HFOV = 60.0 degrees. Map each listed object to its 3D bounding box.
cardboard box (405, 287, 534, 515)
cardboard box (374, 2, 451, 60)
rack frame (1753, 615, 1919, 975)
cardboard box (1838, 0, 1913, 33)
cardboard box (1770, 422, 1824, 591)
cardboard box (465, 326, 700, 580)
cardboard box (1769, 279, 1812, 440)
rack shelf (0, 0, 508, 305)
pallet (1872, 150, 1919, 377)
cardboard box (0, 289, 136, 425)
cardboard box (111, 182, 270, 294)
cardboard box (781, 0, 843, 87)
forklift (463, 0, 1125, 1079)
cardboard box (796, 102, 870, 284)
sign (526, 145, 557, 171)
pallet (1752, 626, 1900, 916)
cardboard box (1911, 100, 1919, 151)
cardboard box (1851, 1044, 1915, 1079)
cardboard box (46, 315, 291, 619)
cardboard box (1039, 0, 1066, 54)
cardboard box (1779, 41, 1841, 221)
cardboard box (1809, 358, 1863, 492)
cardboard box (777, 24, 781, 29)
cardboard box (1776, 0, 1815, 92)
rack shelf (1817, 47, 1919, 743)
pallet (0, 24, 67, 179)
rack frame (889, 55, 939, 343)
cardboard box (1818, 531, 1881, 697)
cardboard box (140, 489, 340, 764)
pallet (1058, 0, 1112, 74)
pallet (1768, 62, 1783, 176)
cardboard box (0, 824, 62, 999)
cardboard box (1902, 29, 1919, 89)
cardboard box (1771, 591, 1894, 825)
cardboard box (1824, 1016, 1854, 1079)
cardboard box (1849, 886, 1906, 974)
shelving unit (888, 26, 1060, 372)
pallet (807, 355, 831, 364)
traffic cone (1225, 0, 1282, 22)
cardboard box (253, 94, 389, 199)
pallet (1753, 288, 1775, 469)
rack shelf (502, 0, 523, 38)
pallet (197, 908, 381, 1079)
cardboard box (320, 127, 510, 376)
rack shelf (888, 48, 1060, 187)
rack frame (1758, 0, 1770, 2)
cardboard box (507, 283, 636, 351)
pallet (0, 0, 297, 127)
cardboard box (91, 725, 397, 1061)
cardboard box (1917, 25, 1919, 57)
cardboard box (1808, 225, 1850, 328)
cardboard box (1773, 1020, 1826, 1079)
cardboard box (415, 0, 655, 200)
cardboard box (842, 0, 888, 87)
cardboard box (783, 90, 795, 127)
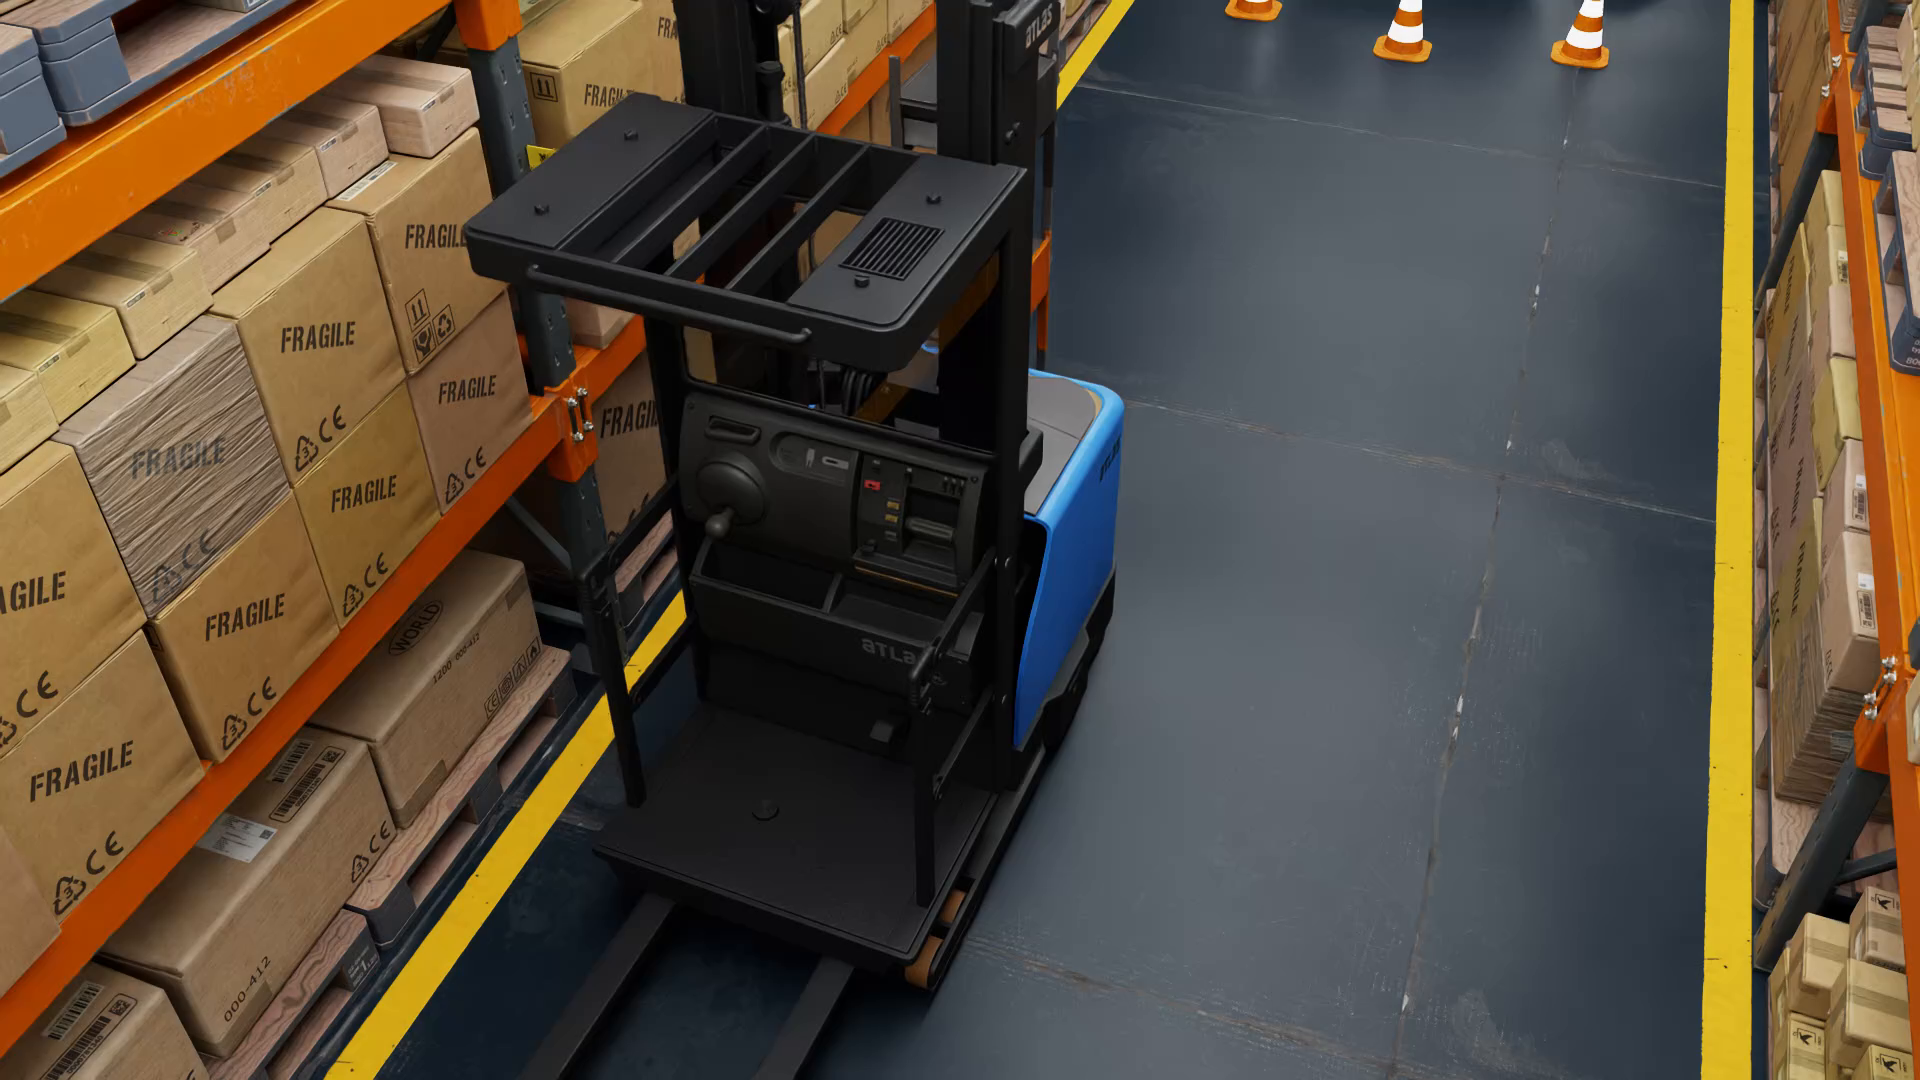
[{"bbox_3d":[-1.643,-0.464,4.906,0.500,0.500,0.500,14,42,15],"label":"cardboard box"},{"bbox_3d":[-1.808,-1.513,5.364,0.500,0.500,0.500,15,43,16],"label":"cardboard box"},{"bbox_3d":[2.961,0.271,4.121,1.000,3.000,0.127,13,42,15],"label":"rack frame"},{"bbox_3d":[4.231,-2.541,7.340,0.500,0.500,0.500,13,42,15],"label":"cardboard box"},{"bbox_3d":[3.333,-0.070,6.123,0.500,0.500,0.500,12,42,14],"label":"cardboard box"},{"bbox_3d":[-1.588,-0.513,6.354,0.875,0.875,0.875,15,43,16],"label":"cardboard box"},{"bbox_3d":[3.679,-0.695,6.856,0.500,0.500,0.500,14,42,16],"label":"cardboard box"},{"bbox_3d":[-2.409,-0.414,3.167,1.077,0.370,4.000,13,42,15],"label":"rack shelf"},{"bbox_3d":[3.691,-0.879,5.617,1.003,0.211,1.213,13,42,15],"label":"pallet"},{"bbox_3d":[-2.028,-0.407,3.569,0.380,0.149,0.250,12,42,14],"label":"cardboard box"},{"bbox_3d":[-1.887,-0.728,3.945,0.380,0.149,0.250,13,42,15],"label":"cardboard box"},{"bbox_3d":[-0.789,-2.040,6.560,0.500,0.250,0.500,12,42,14],"label":"cardboard box"},{"bbox_3d":[-0.456,-0.053,4.553,1.130,2.935,3.031,15,43,17],"label":"forklift"},{"bbox_3d":[-0.980,-1.611,7.641,0.875,0.875,0.875,14,42,16],"label":"cardboard box"},{"bbox_3d":[-1.203,-1.003,4.887,0.100,0.325,0.005,13,42,15],"label":"sign"},{"bbox_3d":[3.226,0.857,5.583,1.003,0.211,1.213,13,42,15],"label":"pallet"},{"bbox_3d":[3.712,-1.512,6.081,0.380,0.149,0.250,15,43,17],"label":"cardboard box"},{"bbox_3d":[2.459,1.454,4.150,0.380,0.149,0.250,13,42,14],"label":"cardboard box"},{"bbox_3d":[-1.973,-0.215,3.844,0.500,0.500,0.500,14,42,16],"label":"cardboard box"},{"bbox_3d":[0.090,-3.160,9.844,0.950,0.372,0.625,13,42,14],"label":"cardboard box"},{"bbox_3d":[4.622,-1.824,7.987,1.050,0.750,0.750,13,42,14],"label":"cardboard box"},{"bbox_3d":[3.334,-0.370,5.897,0.500,0.250,0.500,12,42,13],"label":"cardboard box"},{"bbox_3d":[-0.982,-2.011,5.948,0.500,0.500,0.500,12,42,14],"label":"cardboard box"},{"bbox_3d":[5.236,-2.926,9.278,1.050,0.750,0.750,13,42,15],"label":"cardboard box"},{"bbox_3d":[3.645,-0.675,5.785,1.077,0.370,4.000,13,42,15],"label":"rack shelf"},{"bbox_3d":[-2.433,-0.635,2.941,1.003,0.211,1.213,13,42,15],"label":"pallet"},{"bbox_3d":[-0.042,-0.704,5.958,0.400,2.100,0.015,15,43,17],"label":"rack frame"},{"bbox_3d":[2.978,0.266,5.151,0.500,0.250,0.500,12,42,14],"label":"cardboard box"},{"bbox_3d":[-1.972,0.160,4.174,0.500,0.500,0.500,13,42,14],"label":"cardboard box"},{"bbox_3d":[0.330,-3.363,10.529,1.003,0.211,1.213,13,42,15],"label":"pallet"},{"bbox_3d":[5.088,-2.314,9.299,1.003,0.211,1.213,13,42,15],"label":"pallet"},{"bbox_3d":[-2.321,0.786,3.441,0.500,0.500,0.500,13,42,15],"label":"cardboard box"},{"bbox_3d":[3.895,-1.841,6.467,0.380,0.149,0.250,15,43,17],"label":"cardboard box"},{"bbox_3d":[2.978,0.555,5.391,0.500,0.500,0.500,13,42,14],"label":"cardboard box"},{"bbox_3d":[2.535,1.407,4.434,0.380,0.149,0.250,14,42,15],"label":"cardboard box"},{"bbox_3d":[2.649,1.134,4.525,0.380,0.149,0.250,15,43,17],"label":"cardboard box"},{"bbox_3d":[0.052,-0.851,6.129,0.431,2.100,0.503,15,43,17],"label":"shelving unit"},{"bbox_3d":[-1.116,-0.939,7.688,1.003,0.211,1.213,13,42,15],"label":"pallet"},{"bbox_3d":[1.902,-3.613,10.629,0.336,0.463,0.334,13,42,15],"label":"traffic cone"},{"bbox_3d":[-1.723,-1.036,4.306,0.380,0.149,0.250,14,43,16],"label":"cardboard box"},{"bbox_3d":[4.061,-0.632,7.328,1.003,0.211,1.213,13,42,15],"label":"pallet"},{"bbox_3d":[-1.041,-2.853,6.026,1.077,0.370,4.000,13,42,15],"label":"rack shelf"},{"bbox_3d":[-2.474,1.488,4.843,1.003,0.211,1.213,13,42,15],"label":"pallet"},{"bbox_3d":[-1.627,-0.835,4.571,0.500,0.500,0.500,13,42,15],"label":"cardboard box"},{"bbox_3d":[0.052,-1.373,5.684,0.431,0.518,0.480,15,43,17],"label":"rack shelf"},{"bbox_3d":[5.697,-4.608,9.840,1.000,3.000,0.127,13,42,15],"label":"rack frame"},{"bbox_3d":[-1.326,-0.919,5.631,0.500,0.250,0.500,12,42,14],"label":"cardboard box"},{"bbox_3d":[-2.014,-1.377,3.810,1.003,0.211,1.213,13,42,15],"label":"pallet"},{"bbox_3d":[-2.346,0.954,4.971,0.875,0.438,0.875,12,42,14],"label":"cardboard box"},{"bbox_3d":[3.884,-1.930,6.342,0.380,0.149,0.250,15,43,17],"label":"cardboard box"},{"bbox_3d":[3.693,-0.987,6.620,0.500,0.250,0.500,13,42,15],"label":"cardboard box"},{"bbox_3d":[2.444,1.509,4.543,0.380,0.149,0.250,14,43,16],"label":"cardboard box"},{"bbox_3d":[-1.304,-1.389,5.220,0.500,0.500,0.500,14,42,16],"label":"cardboard box"},{"bbox_3d":[-0.633,-2.164,7.091,0.500,0.250,0.500,13,42,15],"label":"cardboard box"},{"bbox_3d":[-0.961,-1.544,6.364,0.500,0.250,0.500,13,42,15],"label":"cardboard box"}]
